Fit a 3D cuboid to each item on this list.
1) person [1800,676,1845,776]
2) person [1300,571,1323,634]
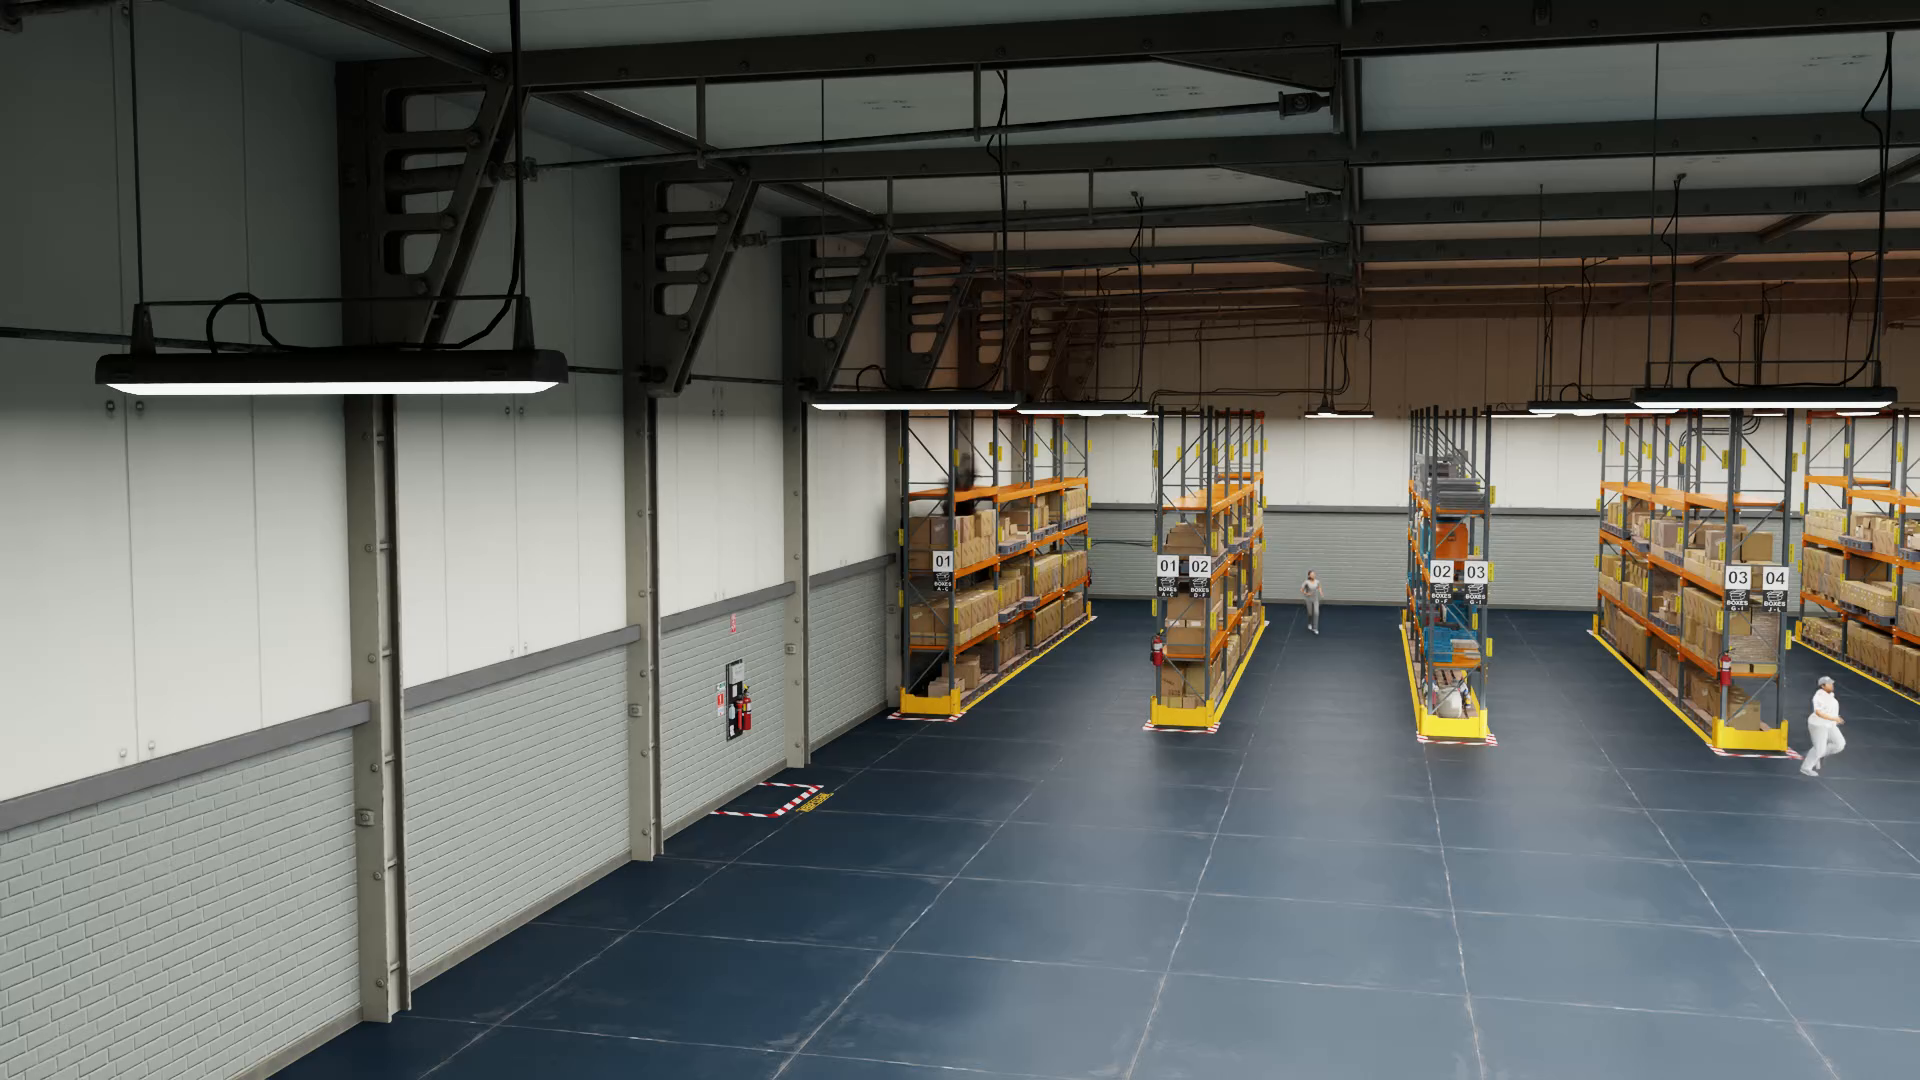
[{"bbox_3d":[13.939,2.995,26.772,0.638,1.627,0.674,-3,5,-36],"label":"person"},{"bbox_3d":[9.521,1.673,45.016,0.612,1.700,0.839,0,4,-6],"label":"person"}]
